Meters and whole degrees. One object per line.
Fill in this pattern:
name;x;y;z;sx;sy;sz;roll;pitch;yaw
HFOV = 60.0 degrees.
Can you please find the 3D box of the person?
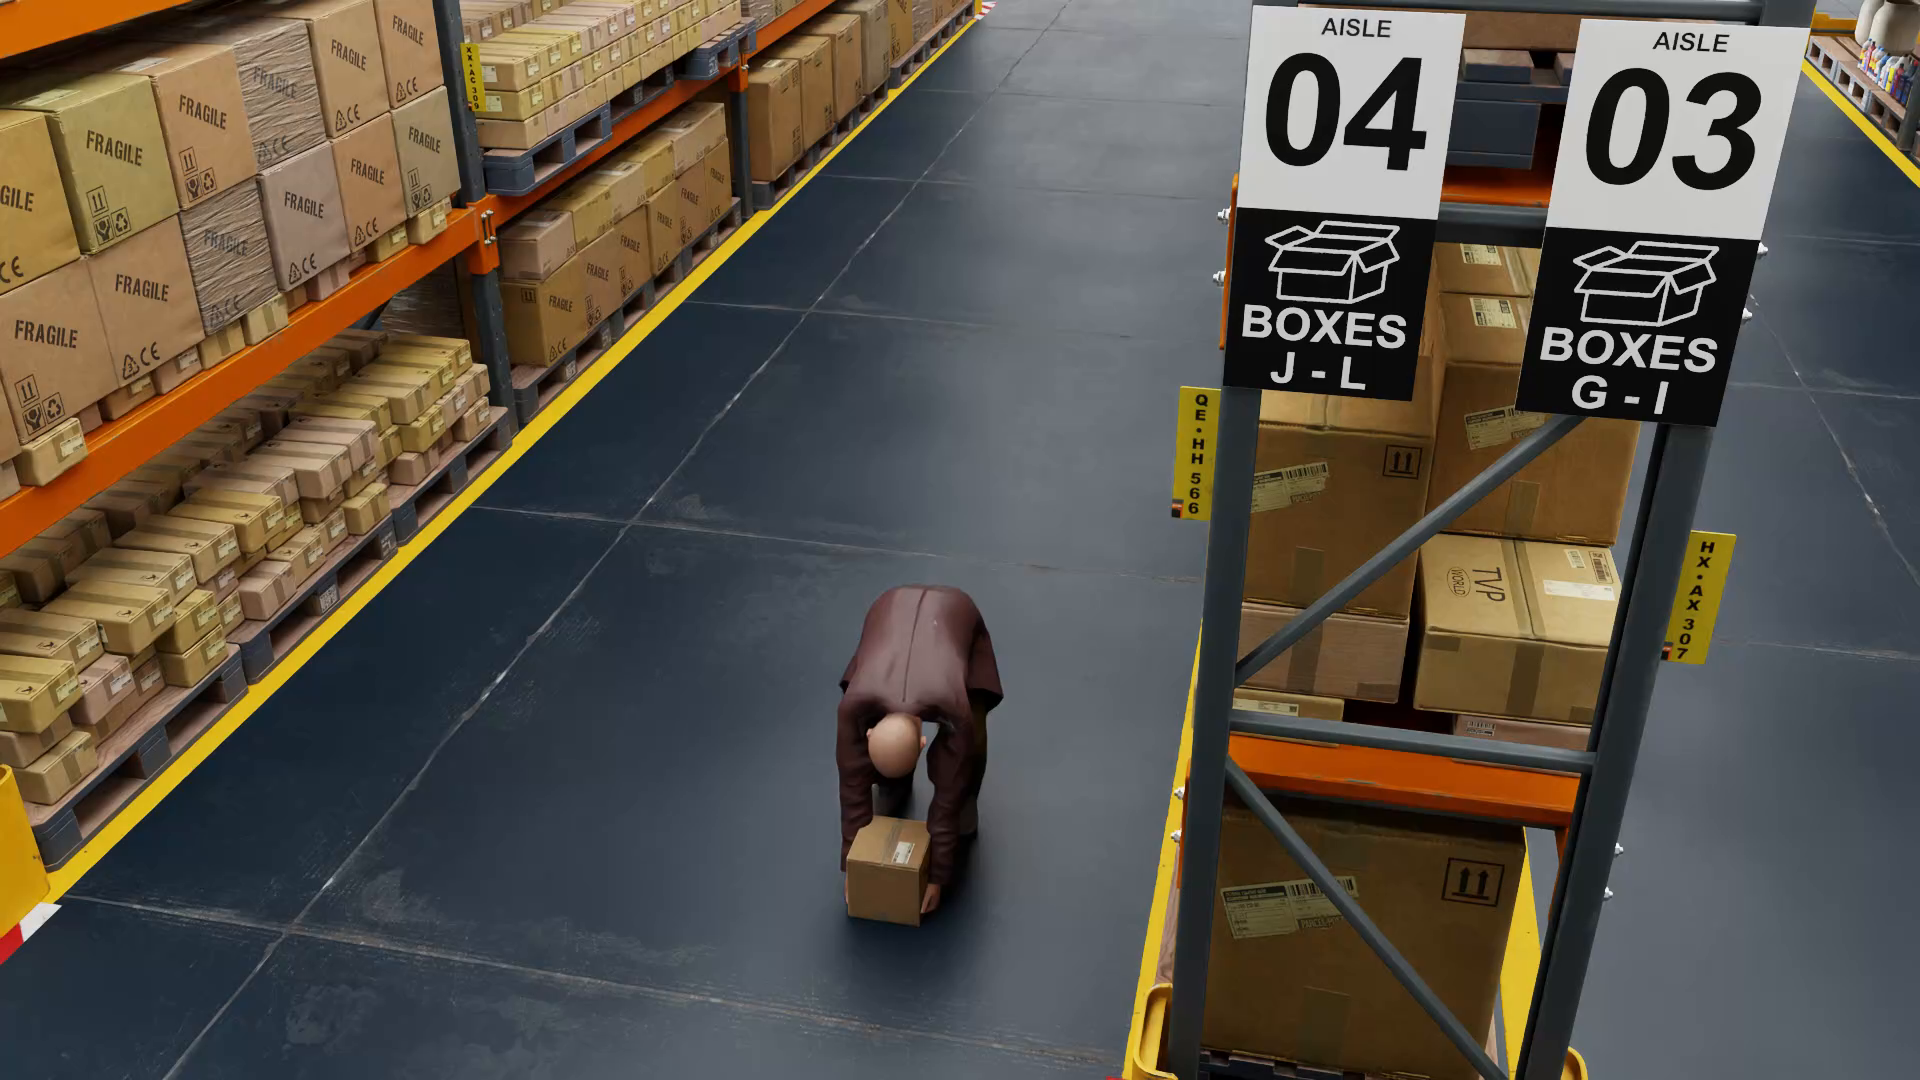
person;-0.160;0.681;5.824;0.594;0.910;0.961;5;29;9
